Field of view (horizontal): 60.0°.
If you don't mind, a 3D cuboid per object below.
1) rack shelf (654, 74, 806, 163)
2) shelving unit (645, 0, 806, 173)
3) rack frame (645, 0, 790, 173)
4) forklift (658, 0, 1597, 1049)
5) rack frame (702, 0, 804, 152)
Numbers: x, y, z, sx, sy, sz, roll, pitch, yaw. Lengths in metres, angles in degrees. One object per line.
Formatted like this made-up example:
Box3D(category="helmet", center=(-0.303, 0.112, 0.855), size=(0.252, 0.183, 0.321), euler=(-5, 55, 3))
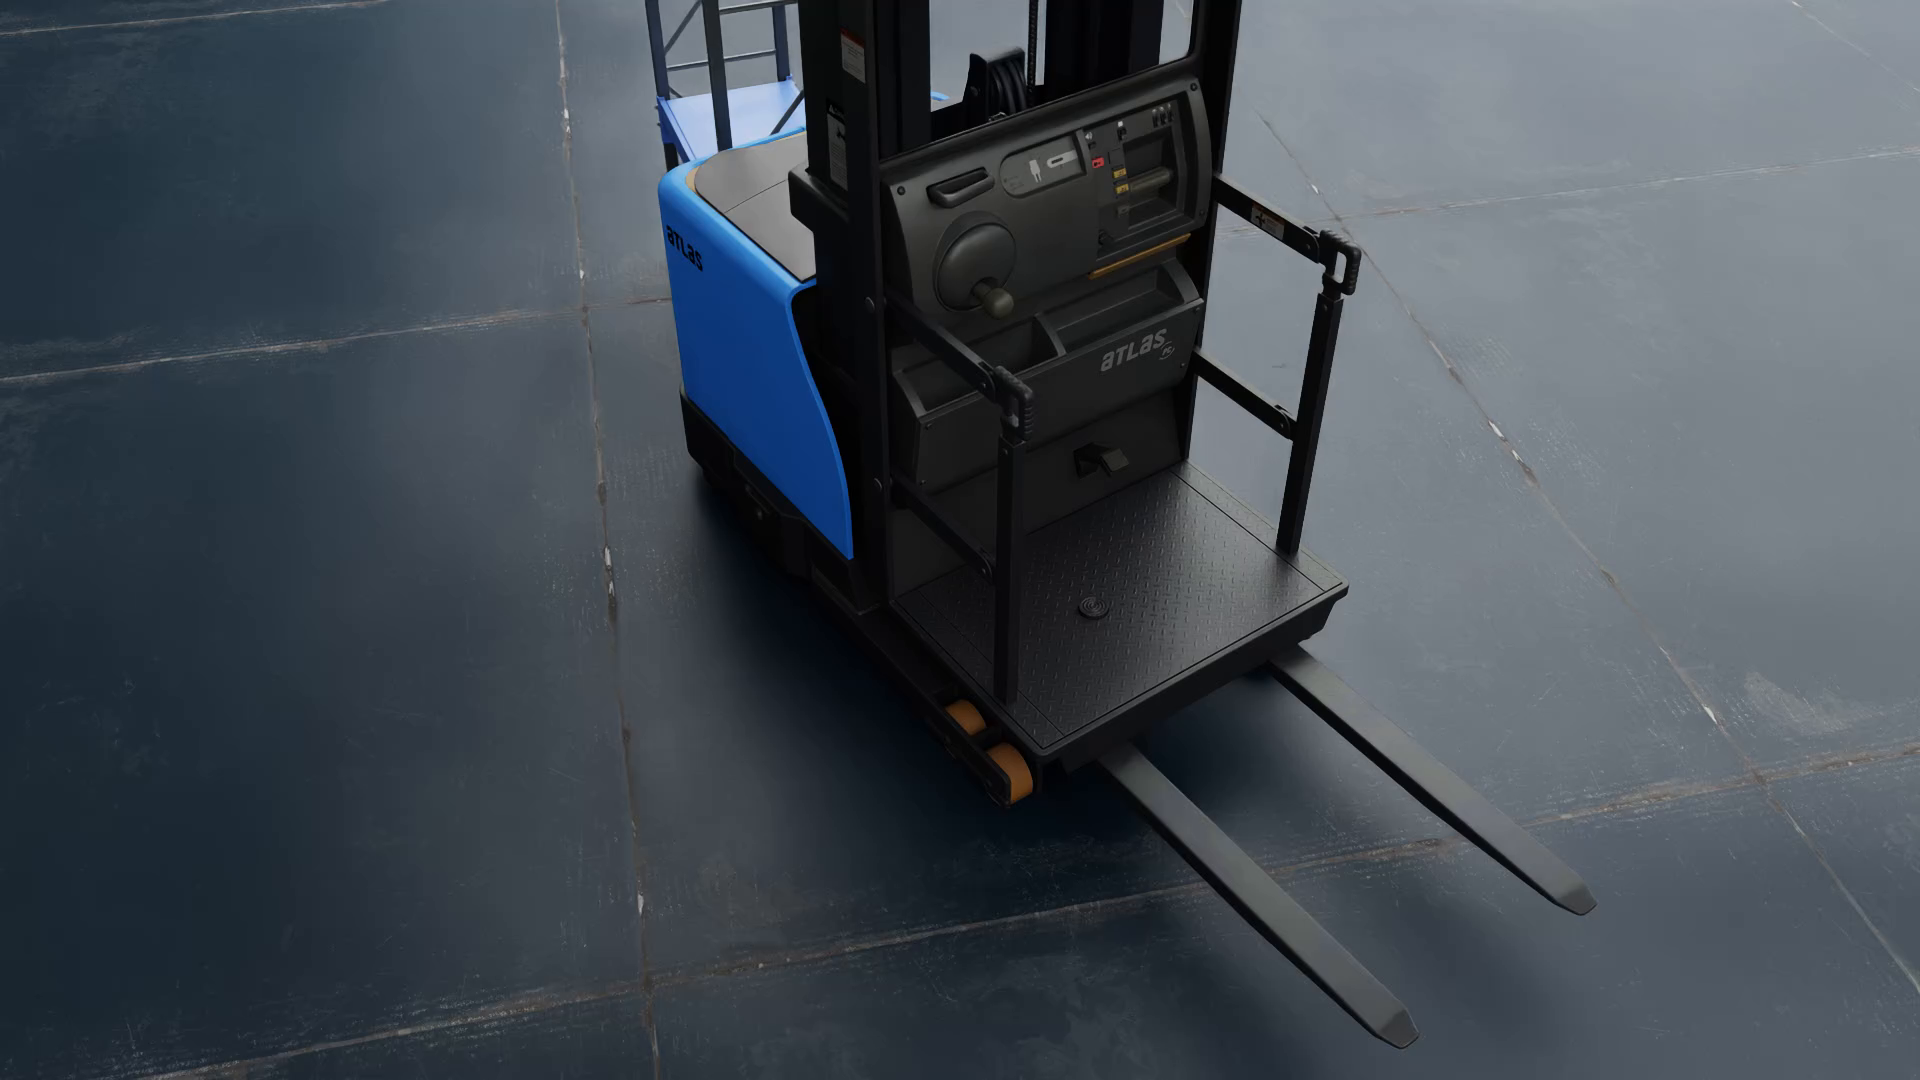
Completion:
Box3D(category="rack shelf", center=(-0.696, -1.304, 5.860), size=(0.538, 0.185, 1.000), euler=(-14, 43, -15))
Box3D(category="shelving unit", center=(-0.696, -1.439, 5.741), size=(0.538, 1.500, 1.048), euler=(-14, 43, -15))
Box3D(category="rack frame", center=(-0.874, -1.755, 6.097), size=(0.500, 1.500, 0.032), euler=(-14, 43, -15))
Box3D(category="forklift", center=(0.364, -0.757, 3.895), size=(1.130, 2.935, 3.031), euler=(-25, 47, -26))
Box3D(category="rack frame", center=(-0.519, -1.122, 5.385), size=(0.500, 1.500, 0.032), euler=(-14, 43, -15))
